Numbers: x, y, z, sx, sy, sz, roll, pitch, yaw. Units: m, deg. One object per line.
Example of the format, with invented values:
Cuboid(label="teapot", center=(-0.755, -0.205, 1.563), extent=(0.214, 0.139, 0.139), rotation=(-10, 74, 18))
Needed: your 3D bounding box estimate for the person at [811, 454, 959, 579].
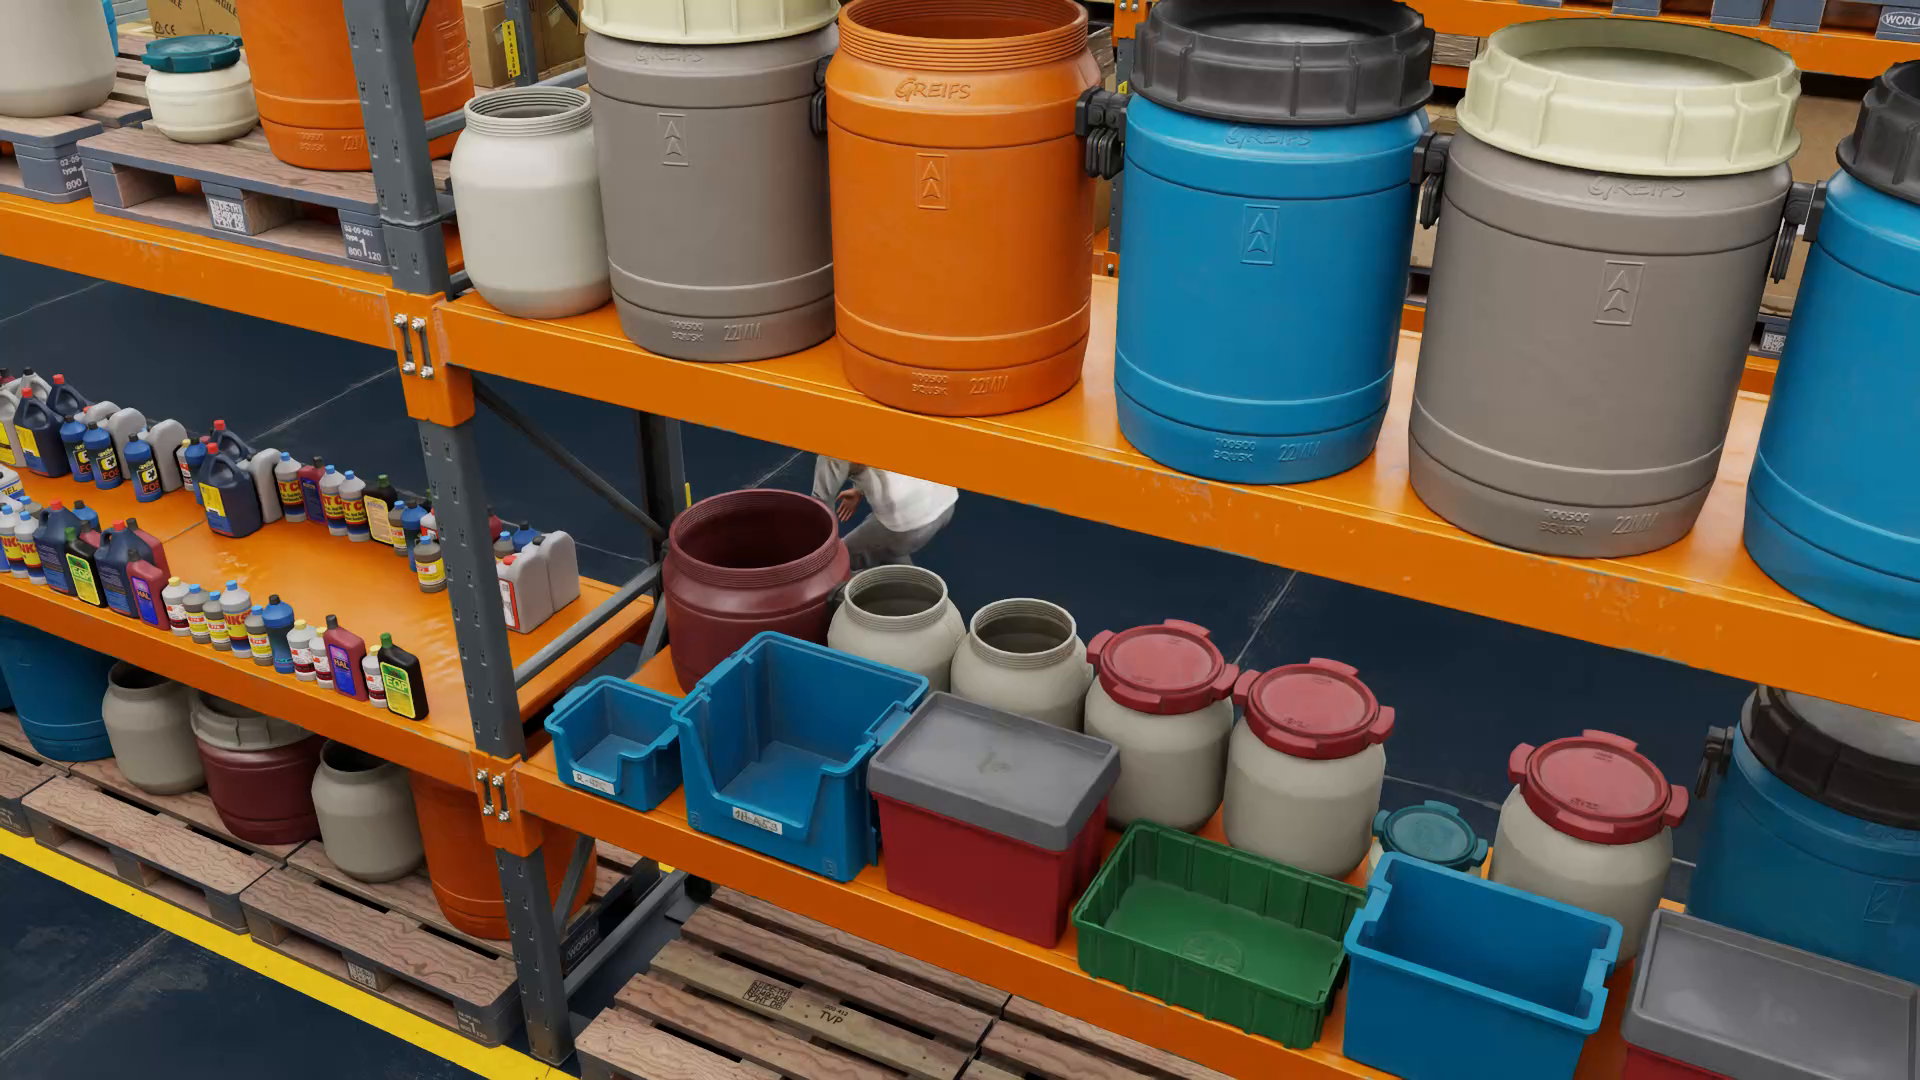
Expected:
Cuboid(label="person", center=(-0.427, -0.166, 7.808), extent=(0.797, 1.363, 0.590), rotation=(14, 33, 23))
